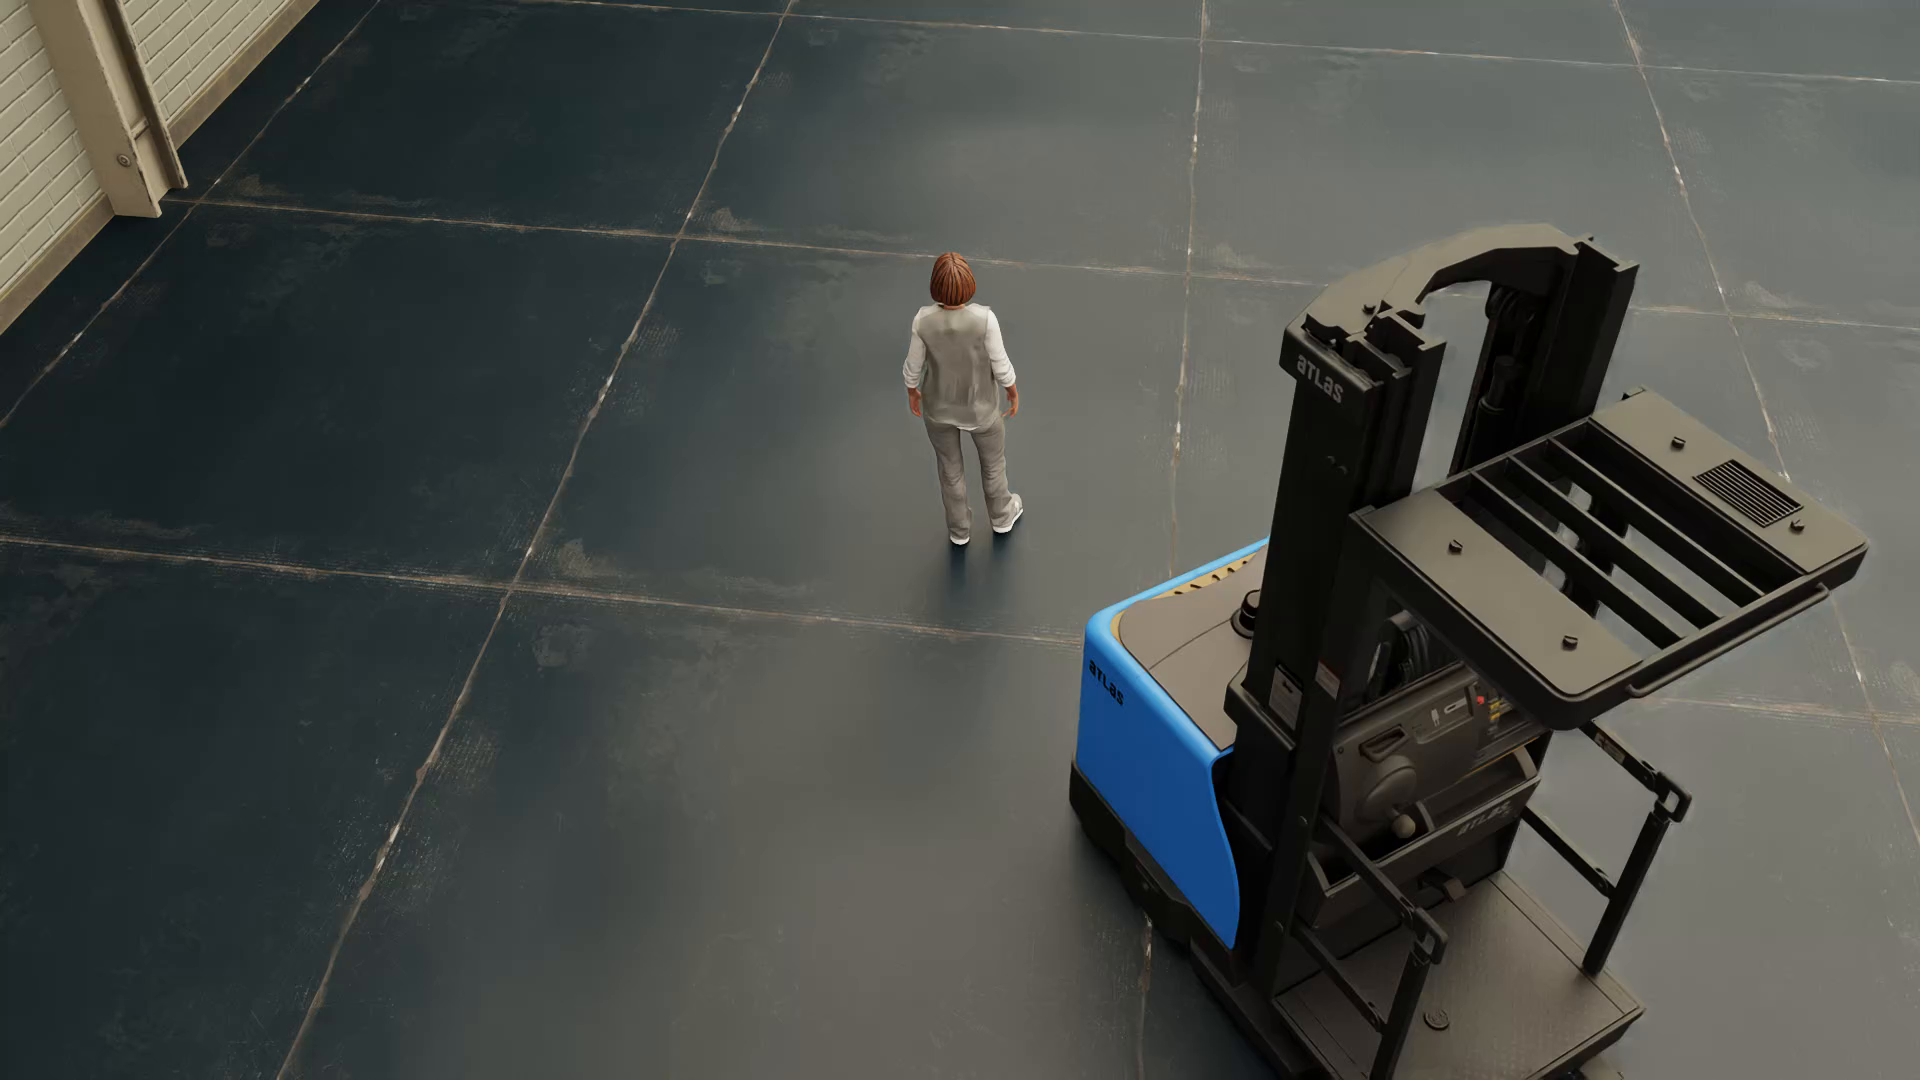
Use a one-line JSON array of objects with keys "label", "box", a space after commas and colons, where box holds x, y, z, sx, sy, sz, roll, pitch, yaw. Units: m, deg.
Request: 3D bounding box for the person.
[{"label": "person", "box": [0.024, -0.641, 7.398, 0.521, 1.596, 0.475, 5, 43, 6]}]

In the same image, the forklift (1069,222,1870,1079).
[{"label": "forklift", "box": [1.622, 0.681, 4.983, 1.130, 2.935, 3.031, -22, 47, -22]}]
